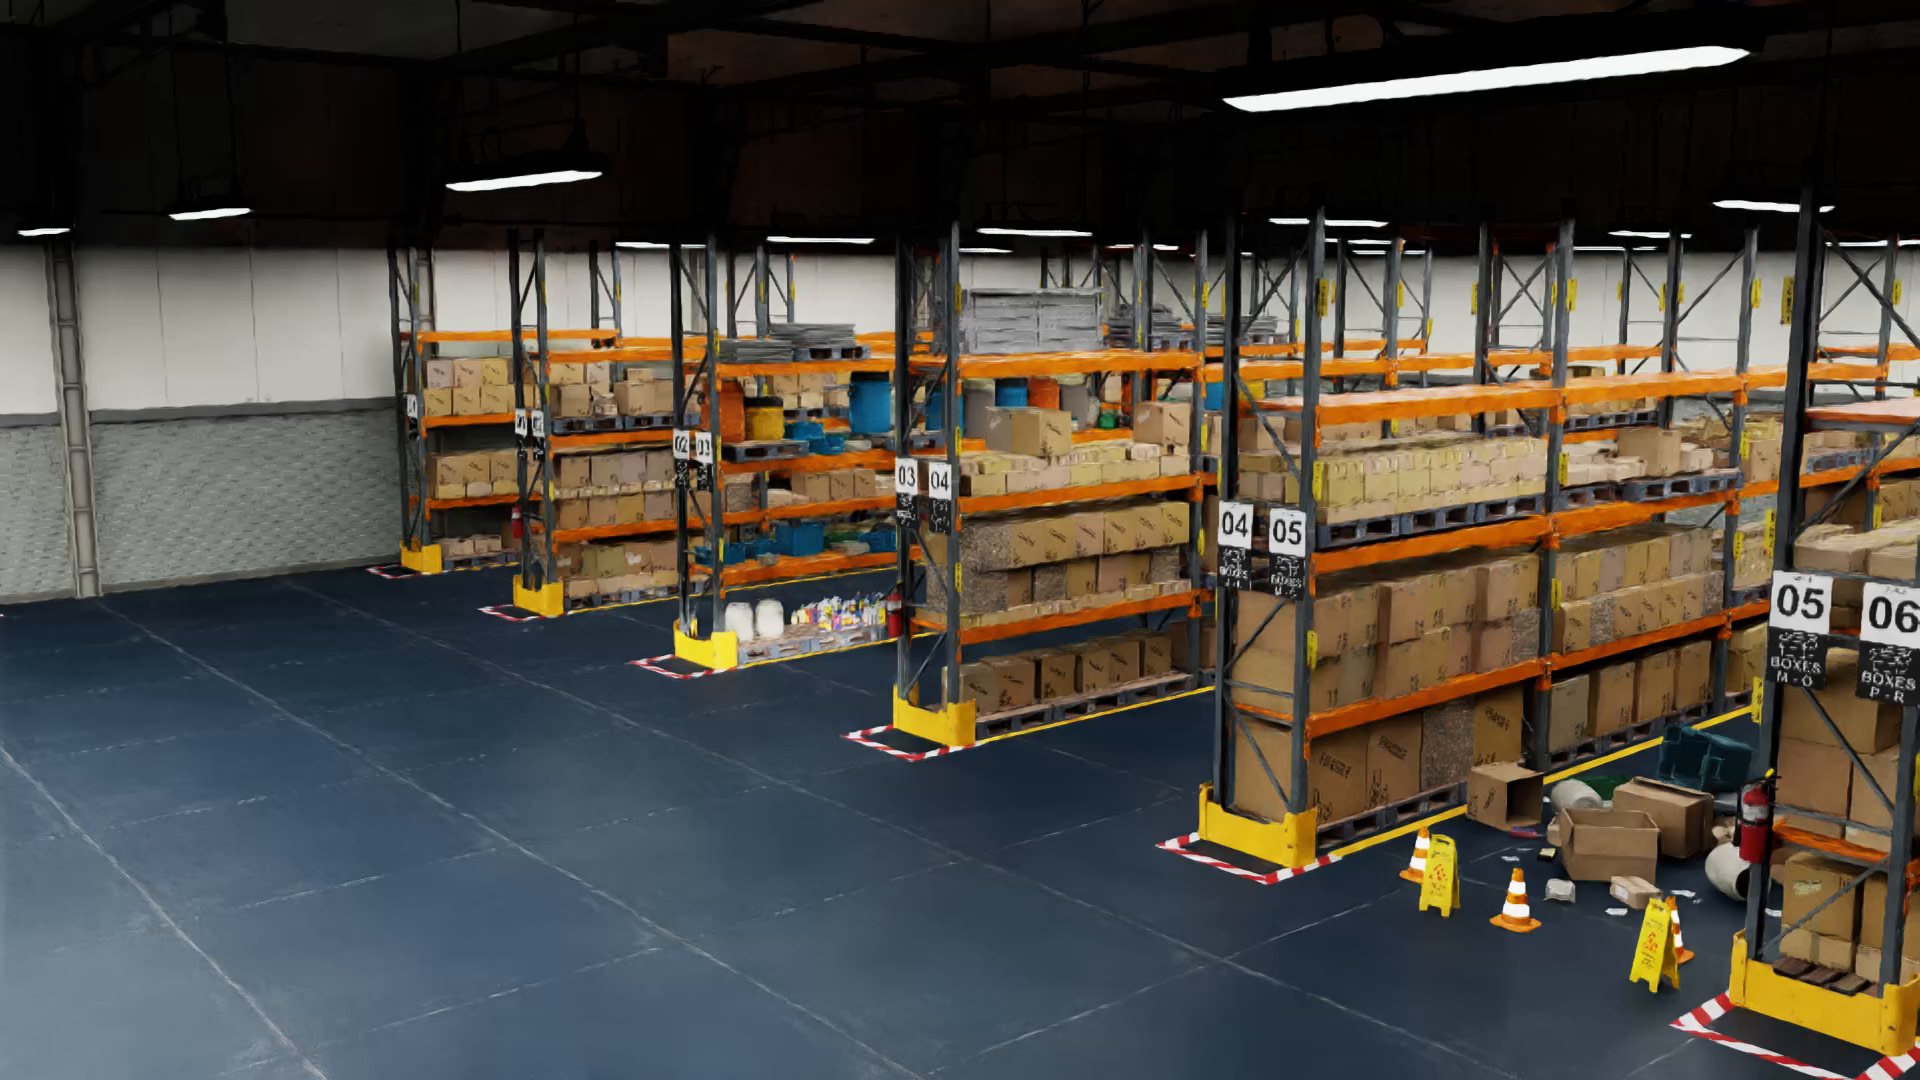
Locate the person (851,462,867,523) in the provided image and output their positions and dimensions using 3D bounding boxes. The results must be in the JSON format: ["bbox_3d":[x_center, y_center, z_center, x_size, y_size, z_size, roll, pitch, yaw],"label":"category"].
[{"bbox_3d":[-2.041,-0.909,34.329,0.420,1.602,0.506,4,10,25],"label":"person"}]

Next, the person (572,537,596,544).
[{"bbox_3d":[-6.973,-0.325,30.562,1.109,1.590,0.448,-7,11,-37],"label":"person"}]
